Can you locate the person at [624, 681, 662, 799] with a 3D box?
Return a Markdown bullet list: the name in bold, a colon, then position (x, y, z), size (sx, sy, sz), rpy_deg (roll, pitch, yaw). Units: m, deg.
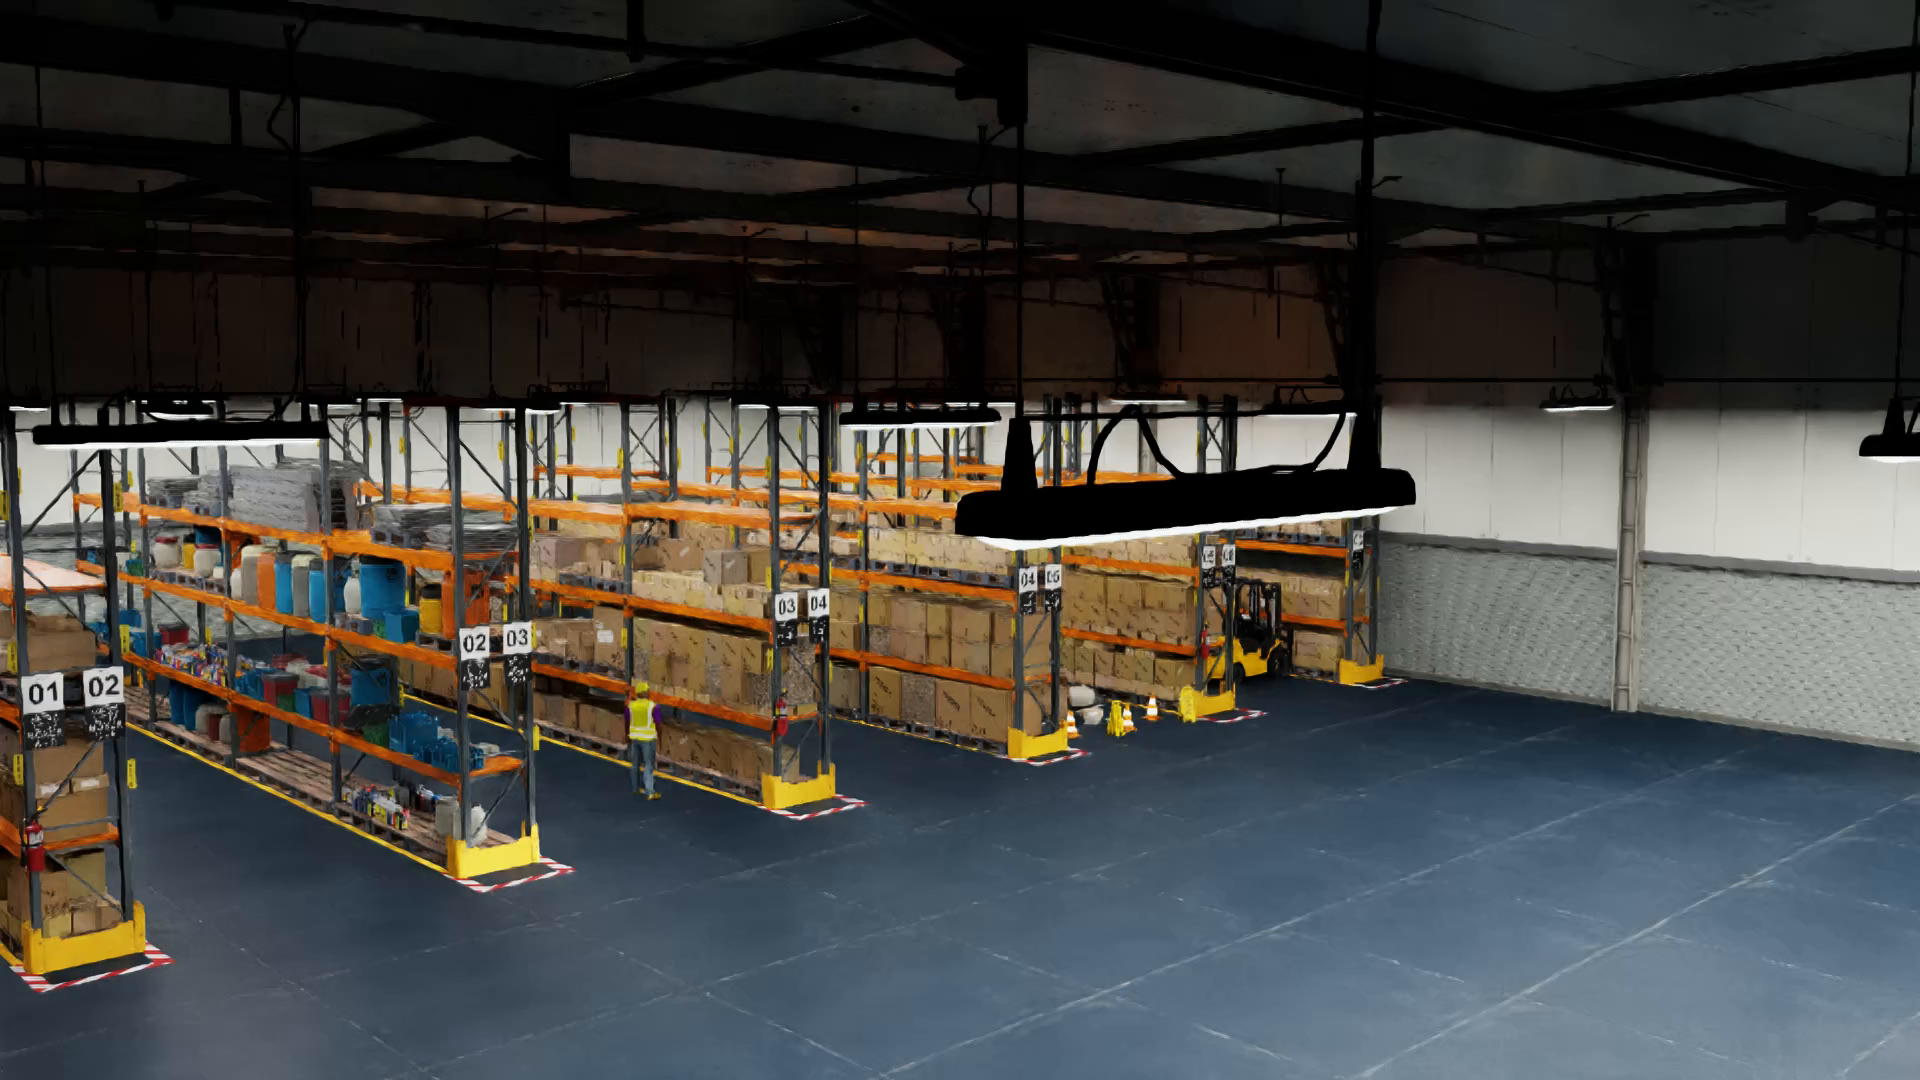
- **person**: position (-4.769, 3.002, 25.165), size (0.632, 1.768, 0.452), rpy_deg (2, 6, 16)
